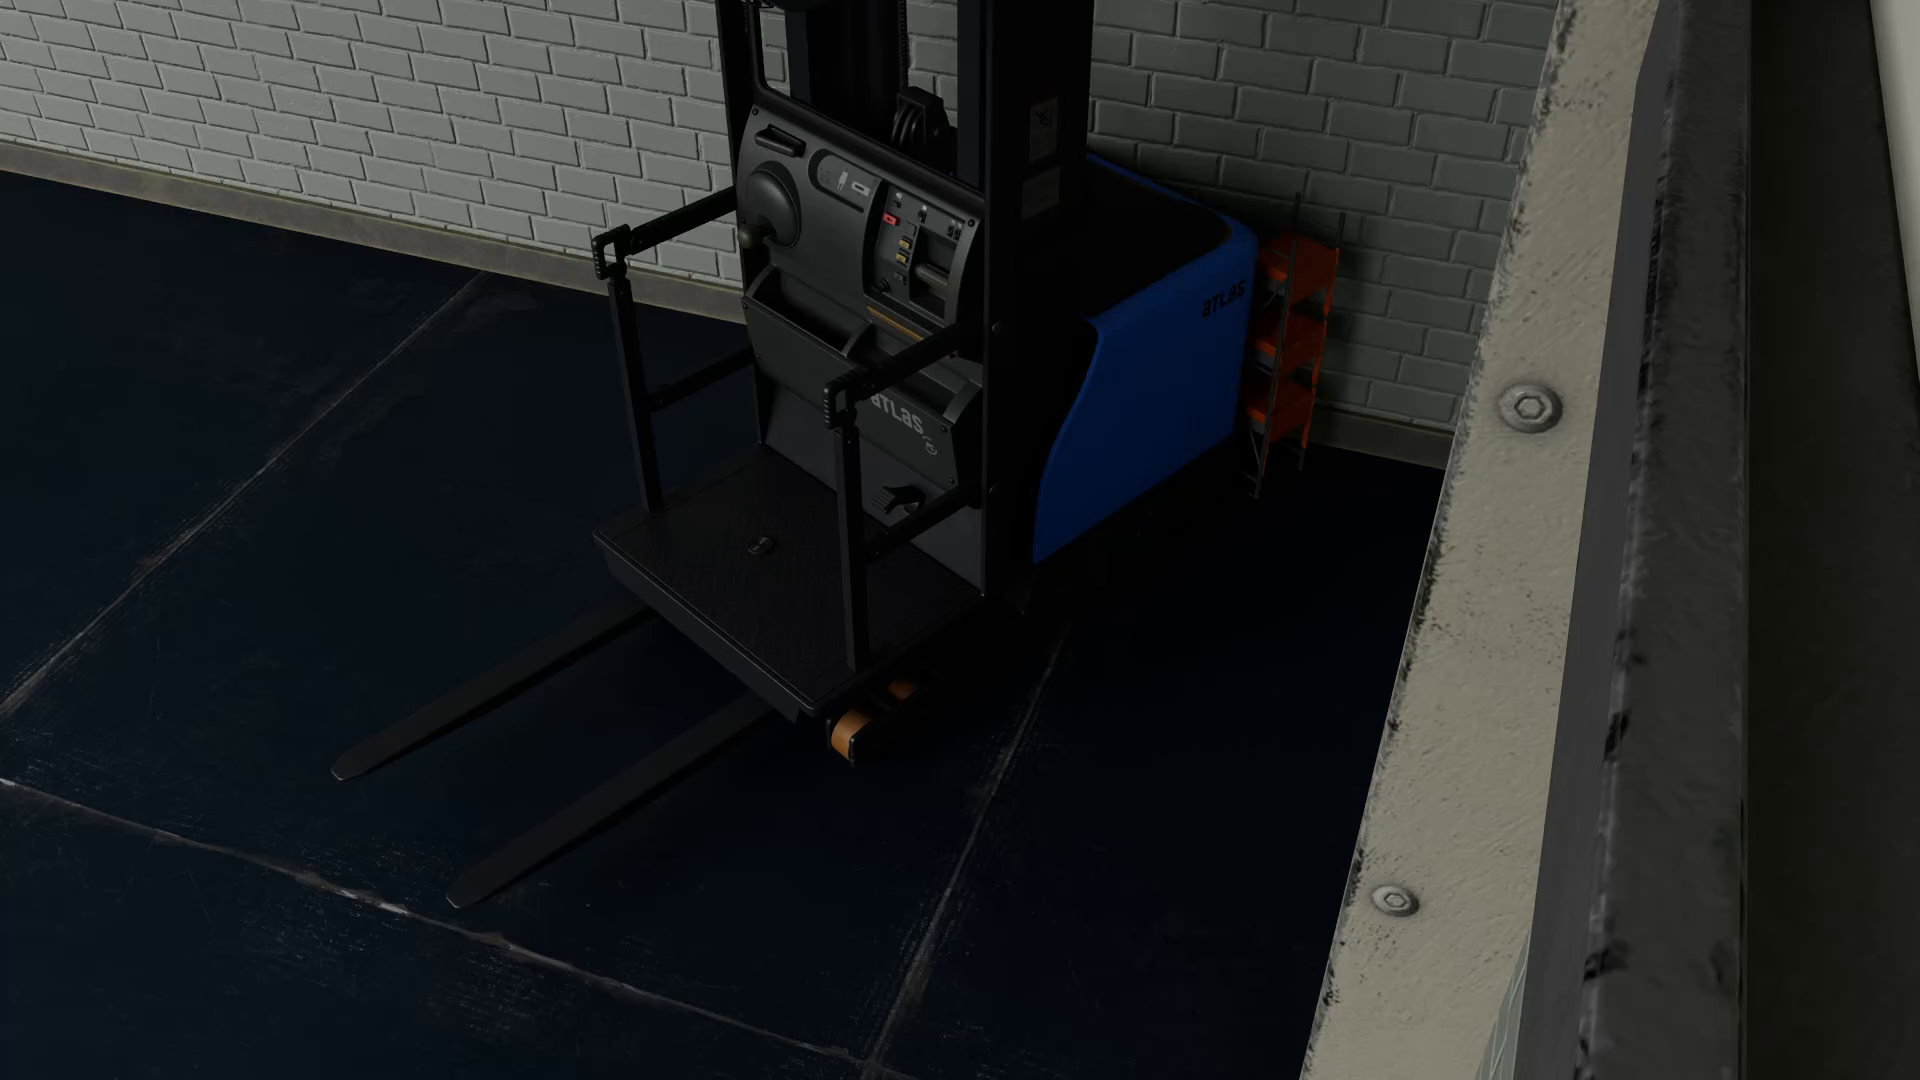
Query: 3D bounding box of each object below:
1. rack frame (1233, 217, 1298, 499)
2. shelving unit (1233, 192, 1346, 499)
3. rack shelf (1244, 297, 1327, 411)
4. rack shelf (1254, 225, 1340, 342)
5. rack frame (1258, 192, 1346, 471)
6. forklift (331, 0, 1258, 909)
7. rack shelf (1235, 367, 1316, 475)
[{"bbox_3d":[0.995,-0.592,5.635,0.008,1.050,0.200,-31,49,-31],"label":"rack frame"},{"bbox_3d":[1.085,-0.646,5.698,0.252,1.050,0.215,-31,49,-31],"label":"shelving unit"},{"bbox_3d":[1.085,-0.638,5.705,0.240,0.259,0.215,-31,49,-31],"label":"rack shelf"},{"bbox_3d":[1.085,-0.854,5.521,0.240,0.259,0.215,-31,49,-31],"label":"rack shelf"},{"bbox_3d":[1.175,-0.700,5.761,0.008,1.050,0.200,-31,49,-31],"label":"rack frame"},{"bbox_3d":[-0.446,-0.833,4.468,3.031,2.935,1.130,-32,50,-32],"label":"forklift"},{"bbox_3d":[1.085,-0.426,5.885,0.240,0.259,0.215,-31,49,-31],"label":"rack shelf"}]
